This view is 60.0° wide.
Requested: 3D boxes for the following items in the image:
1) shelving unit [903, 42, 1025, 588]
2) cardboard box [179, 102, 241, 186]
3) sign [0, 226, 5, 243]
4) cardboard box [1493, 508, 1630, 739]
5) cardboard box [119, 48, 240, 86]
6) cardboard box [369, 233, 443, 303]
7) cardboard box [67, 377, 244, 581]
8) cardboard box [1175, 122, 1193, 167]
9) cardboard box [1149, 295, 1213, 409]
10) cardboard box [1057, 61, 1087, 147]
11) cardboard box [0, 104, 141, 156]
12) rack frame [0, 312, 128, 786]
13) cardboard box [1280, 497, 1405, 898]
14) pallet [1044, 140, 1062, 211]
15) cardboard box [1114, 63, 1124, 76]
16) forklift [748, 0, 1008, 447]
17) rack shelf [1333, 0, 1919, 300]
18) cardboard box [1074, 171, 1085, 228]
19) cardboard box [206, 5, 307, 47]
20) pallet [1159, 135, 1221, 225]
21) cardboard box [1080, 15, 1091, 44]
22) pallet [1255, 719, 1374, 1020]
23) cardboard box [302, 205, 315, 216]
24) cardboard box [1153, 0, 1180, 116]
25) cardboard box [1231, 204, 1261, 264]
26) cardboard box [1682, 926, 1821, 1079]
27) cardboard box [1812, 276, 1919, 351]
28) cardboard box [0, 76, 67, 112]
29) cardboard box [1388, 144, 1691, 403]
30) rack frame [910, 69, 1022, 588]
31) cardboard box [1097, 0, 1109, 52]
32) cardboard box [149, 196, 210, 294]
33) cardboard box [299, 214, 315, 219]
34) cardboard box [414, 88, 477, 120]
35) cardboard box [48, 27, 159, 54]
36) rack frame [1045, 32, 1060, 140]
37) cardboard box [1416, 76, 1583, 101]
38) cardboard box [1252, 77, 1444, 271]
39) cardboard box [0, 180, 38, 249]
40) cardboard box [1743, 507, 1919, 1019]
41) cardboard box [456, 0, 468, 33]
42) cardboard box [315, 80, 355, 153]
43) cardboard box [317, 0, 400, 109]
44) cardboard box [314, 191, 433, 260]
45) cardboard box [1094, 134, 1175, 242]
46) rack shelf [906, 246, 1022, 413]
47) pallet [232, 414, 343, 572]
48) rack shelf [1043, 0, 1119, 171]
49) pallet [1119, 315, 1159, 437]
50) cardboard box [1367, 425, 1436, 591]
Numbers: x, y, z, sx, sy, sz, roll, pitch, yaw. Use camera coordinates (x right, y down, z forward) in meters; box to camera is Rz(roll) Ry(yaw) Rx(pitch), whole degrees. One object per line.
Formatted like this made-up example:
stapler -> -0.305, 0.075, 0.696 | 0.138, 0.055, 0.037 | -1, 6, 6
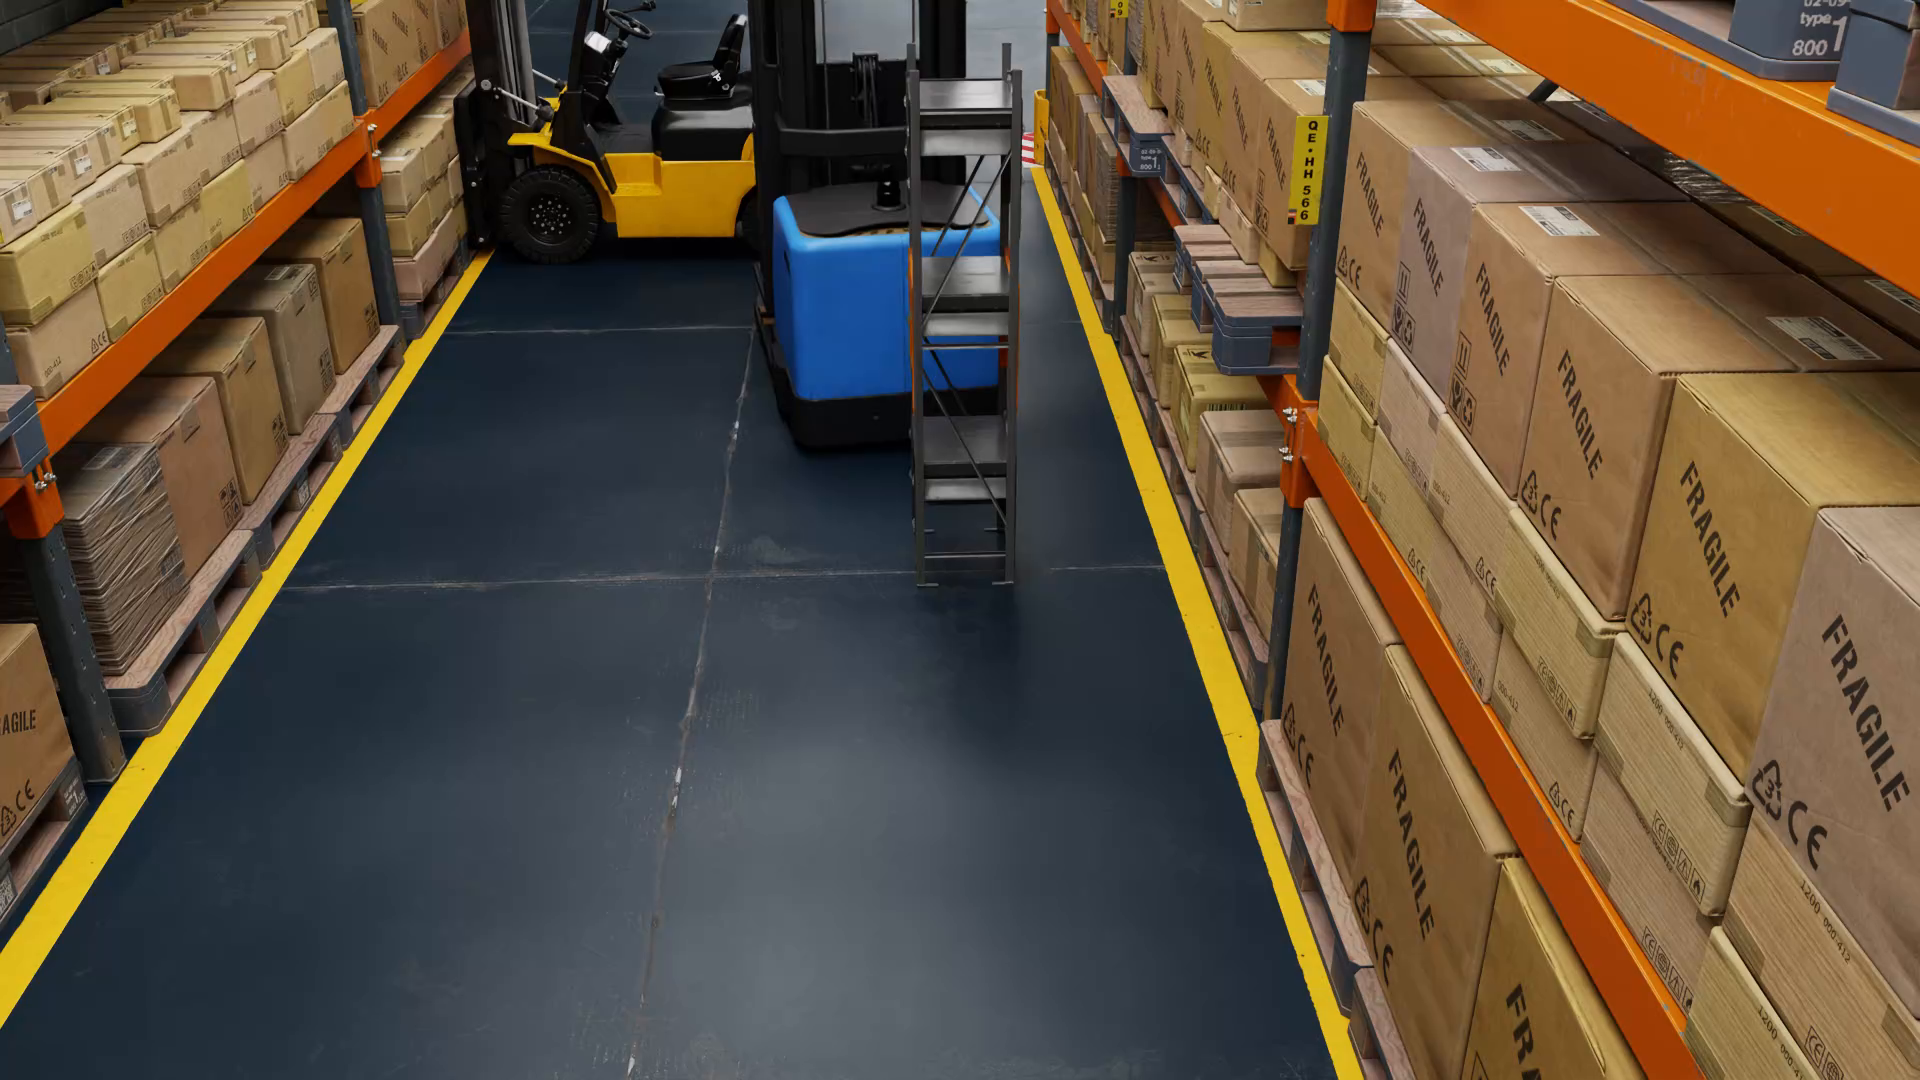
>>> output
shelving unit -> 0.009, -0.855, 6.618 | 0.431, 2.100, 0.503 | -1, 28, -3
cardboard box -> -3.244, -1.589, 6.674 | 0.500, 0.250, 0.500 | -1, 28, -2
sign -> -2.838, -1.010, 4.776 | 0.100, 0.325, 0.005 | -1, 28, -3
cardboard box -> 1.410, 0.153, 3.334 | 0.500, 0.250, 0.500 | -1, 28, -2
cardboard box -> -3.252, -1.951, 6.938 | 0.380, 0.149, 0.250 | -1, 28, -2
cardboard box -> -3.283, -1.560, 9.516 | 0.500, 0.250, 0.500 | -1, 28, -2
cardboard box -> -3.440, -0.237, 6.575 | 0.875, 0.625, 0.625 | -1, 28, -1
cardboard box -> 1.122, -1.692, 7.068 | 0.380, 0.149, 0.250 | 0, 28, -1
cardboard box -> 1.440, -0.930, 8.176 | 0.950, 0.372, 0.625 | 0, 28, 1
cardboard box -> 0.959, -2.998, 11.463 | 0.500, 0.500, 0.500 | -2, 28, -5
cardboard box -> -3.225, -1.477, 6.029 | 0.380, 0.149, 0.250 | -1, 28, -2
rack frame -> -3.379, -0.514, 4.992 | 1.000, 3.000, 0.127 | -1, 28, -3
cardboard box -> 1.531, 0.441, 5.003 | 0.875, 0.875, 0.875 | -2, 28, -3
pallet -> 1.171, -2.682, 12.165 | 1.003, 0.211, 1.213 | -1, 28, -3
cardboard box -> 1.048, -2.512, 9.095 | 0.380, 0.149, 0.250 | -2, 28, -3
forklift -> -0.561, -2.406, 8.694 | 1.130, 2.935, 3.031 | -5, 28, -10
rack shelf -> 1.682, -0.723, 2.926 | 1.077, 0.370, 4.000 | -1, 28, -3
cardboard box -> 1.010, -2.197, 10.738 | 0.500, 0.250, 0.500 | -1, 28, -2
cardboard box -> -3.317, -2.422, 7.840 | 0.380, 0.149, 0.250 | -2, 28, -3
pallet -> 1.433, -1.464, 7.020 | 1.003, 0.211, 1.213 | -1, 28, -3
cardboard box -> 0.958, -3.218, 10.448 | 0.380, 0.149, 0.250 | -1, 28, -2
pallet -> 1.544, 0.967, 5.168 | 1.003, 0.211, 1.213 | -1, 28, -3
cardboard box -> -3.807, -1.994, 9.268 | 0.500, 0.250, 0.500 | -1, 28, -2
cardboard box -> 1.146, -2.162, 7.267 | 0.500, 0.500, 0.500 | -2, 28, -3
cardboard box -> 1.181, -1.093, 5.920 | 0.380, 0.149, 0.250 | -2, 28, -3
cardboard box -> 1.486, 0.842, 2.554 | 0.500, 0.250, 0.500 | -2, 28, -3
cardboard box -> 1.939, -0.190, 3.182 | 0.500, 0.500, 0.500 | -2, 28, -3
cardboard box -> -3.698, -1.700, 6.456 | 0.380, 0.149, 0.250 | -1, 28, -1
cardboard box -> 1.395, -0.661, 4.083 | 0.500, 0.500, 0.500 | -1, 28, -2
rack frame -> 0.021, -0.742, 6.402 | 0.400, 2.100, 0.015 | -1, 28, -3
cardboard box -> 1.064, -3.096, 9.512 | 0.500, 0.500, 0.500 | 0, 28, -1
cardboard box -> -3.213, -1.128, 6.332 | 0.500, 0.250, 0.500 | -2, 28, -4
cardboard box -> -3.818, -1.770, 9.378 | 0.500, 0.250, 0.500 | -2, 28, -4
cardboard box -> -3.374, -2.711, 10.642 | 0.500, 0.250, 0.500 | -2, 28, -4
cardboard box -> -3.776, -2.168, 7.353 | 0.380, 0.149, 0.250 | -2, 28, -3
rack frame -> 1.160, -4.330, 12.308 | 1.000, 3.000, 0.127 | -1, 28, -3
cardboard box -> 1.785, -1.211, 5.445 | 0.500, 0.500, 0.500 | -2, 28, -4
cardboard box -> 1.276, -1.201, 5.425 | 0.500, 0.500, 0.500 | -2, 28, -4
cardboard box -> -3.102, -1.000, 5.114 | 0.380, 0.149, 0.250 | -1, 28, -1
cardboard box -> 1.478, 0.285, 2.270 | 0.500, 0.500, 0.500 | -1, 28, -2
cardboard box -> -3.464, -3.555, 10.715 | 0.500, 0.500, 0.500 | -2, 28, -4
cardboard box -> -3.300, -2.068, 8.134 | 0.500, 0.250, 0.500 | -1, 28, -1
cardboard box -> -3.350, -2.617, 8.915 | 0.500, 0.500, 0.500 | -2, 28, -4
cardboard box -> -3.305, -1.781, 9.399 | 0.500, 0.250, 0.500 | -2, 28, -3
cardboard box -> 1.070, -2.049, 9.643 | 0.500, 0.500, 0.500 | -2, 28, -3
rack shelf -> 0.009, -0.842, 6.624 | 0.431, 0.518, 0.480 | -1, 28, -3
pallet -> -3.444, -0.221, 7.445 | 1.003, 0.211, 1.213 | -1, 28, -3
rack shelf -> 1.264, -3.087, 10.704 | 1.077, 0.370, 4.000 | -1, 28, -3
pallet -> 1.411, -0.887, 8.722 | 1.003, 0.211, 1.213 | -1, 28, -3
cardboard box -> 1.396, -0.100, 4.361 | 0.500, 0.250, 0.500 | -2, 28, -4
